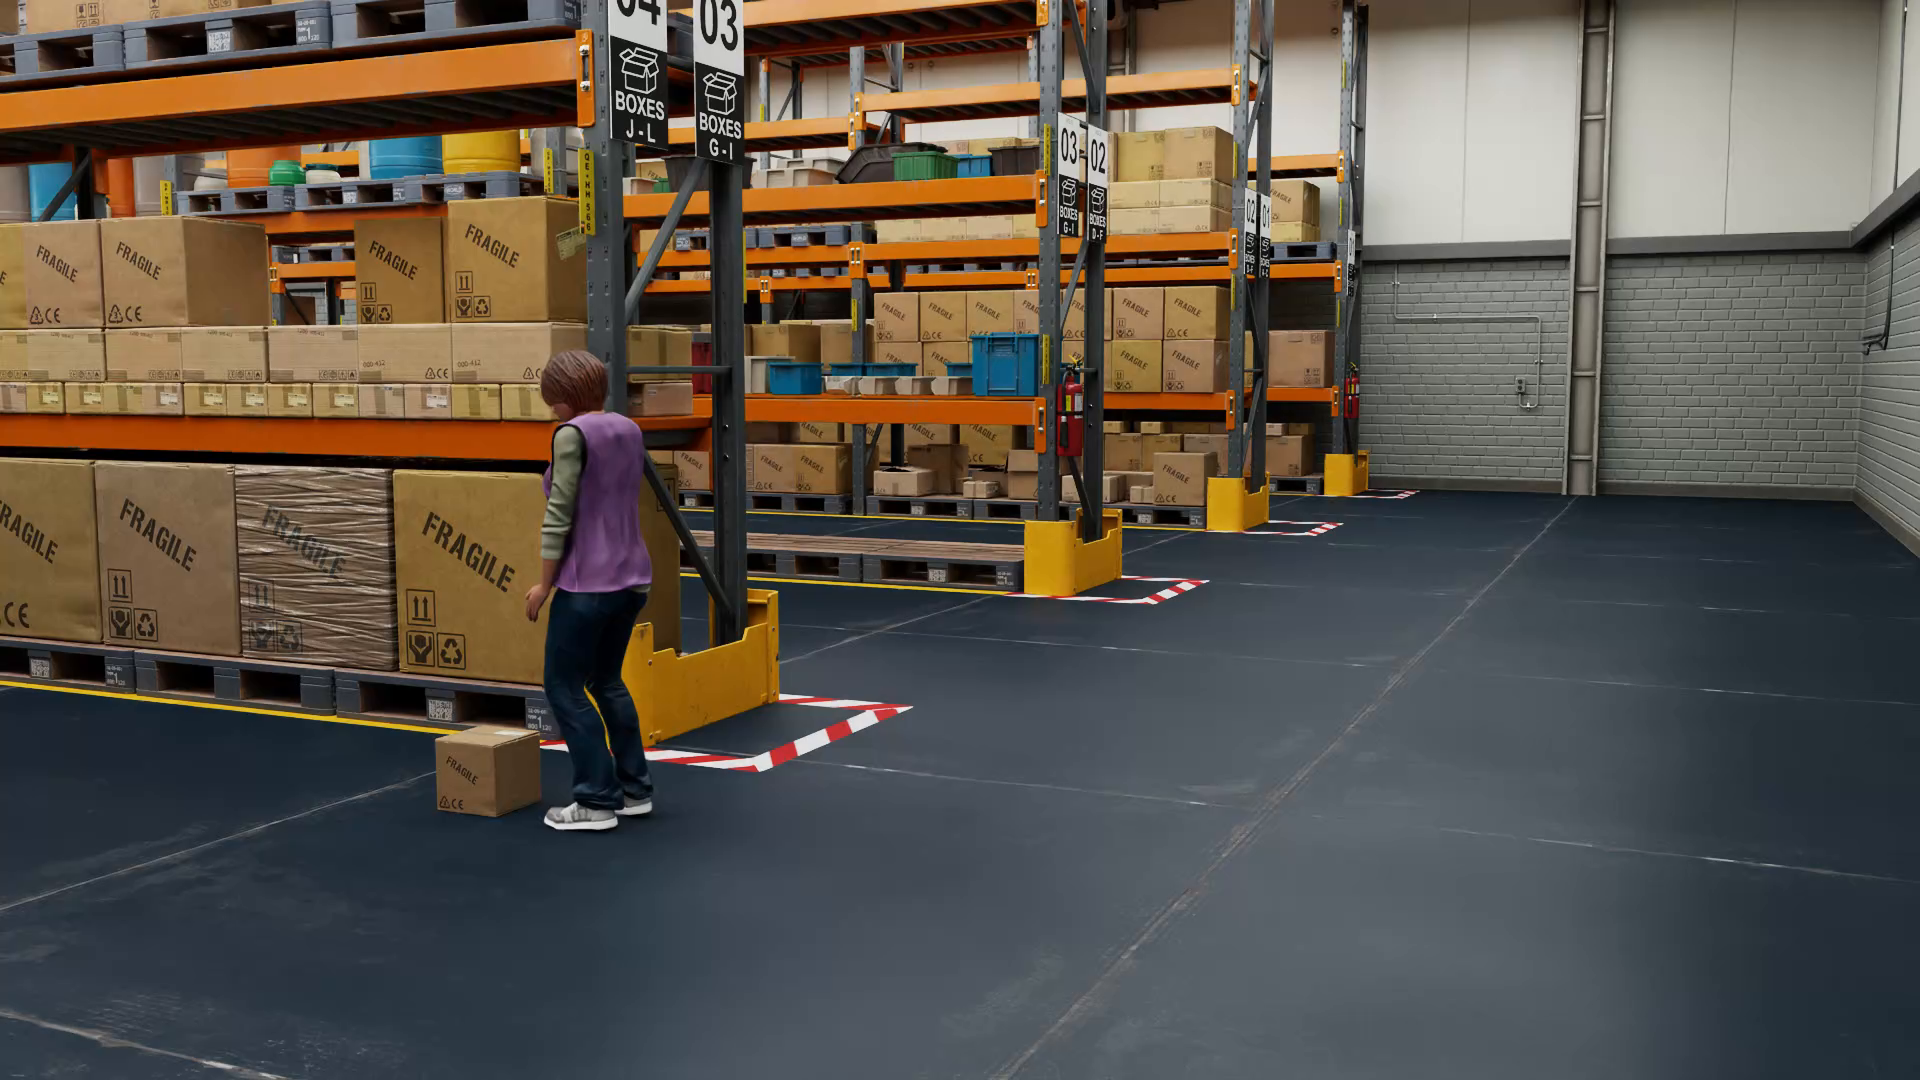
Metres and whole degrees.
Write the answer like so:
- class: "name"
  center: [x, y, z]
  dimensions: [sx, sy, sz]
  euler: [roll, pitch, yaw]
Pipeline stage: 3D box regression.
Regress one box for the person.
- class: "person"
  center: [-1.211, 0.167, 5.475]
  dimensions: [0.340, 1.579, 0.417]
  euler: [3, 6, 25]
